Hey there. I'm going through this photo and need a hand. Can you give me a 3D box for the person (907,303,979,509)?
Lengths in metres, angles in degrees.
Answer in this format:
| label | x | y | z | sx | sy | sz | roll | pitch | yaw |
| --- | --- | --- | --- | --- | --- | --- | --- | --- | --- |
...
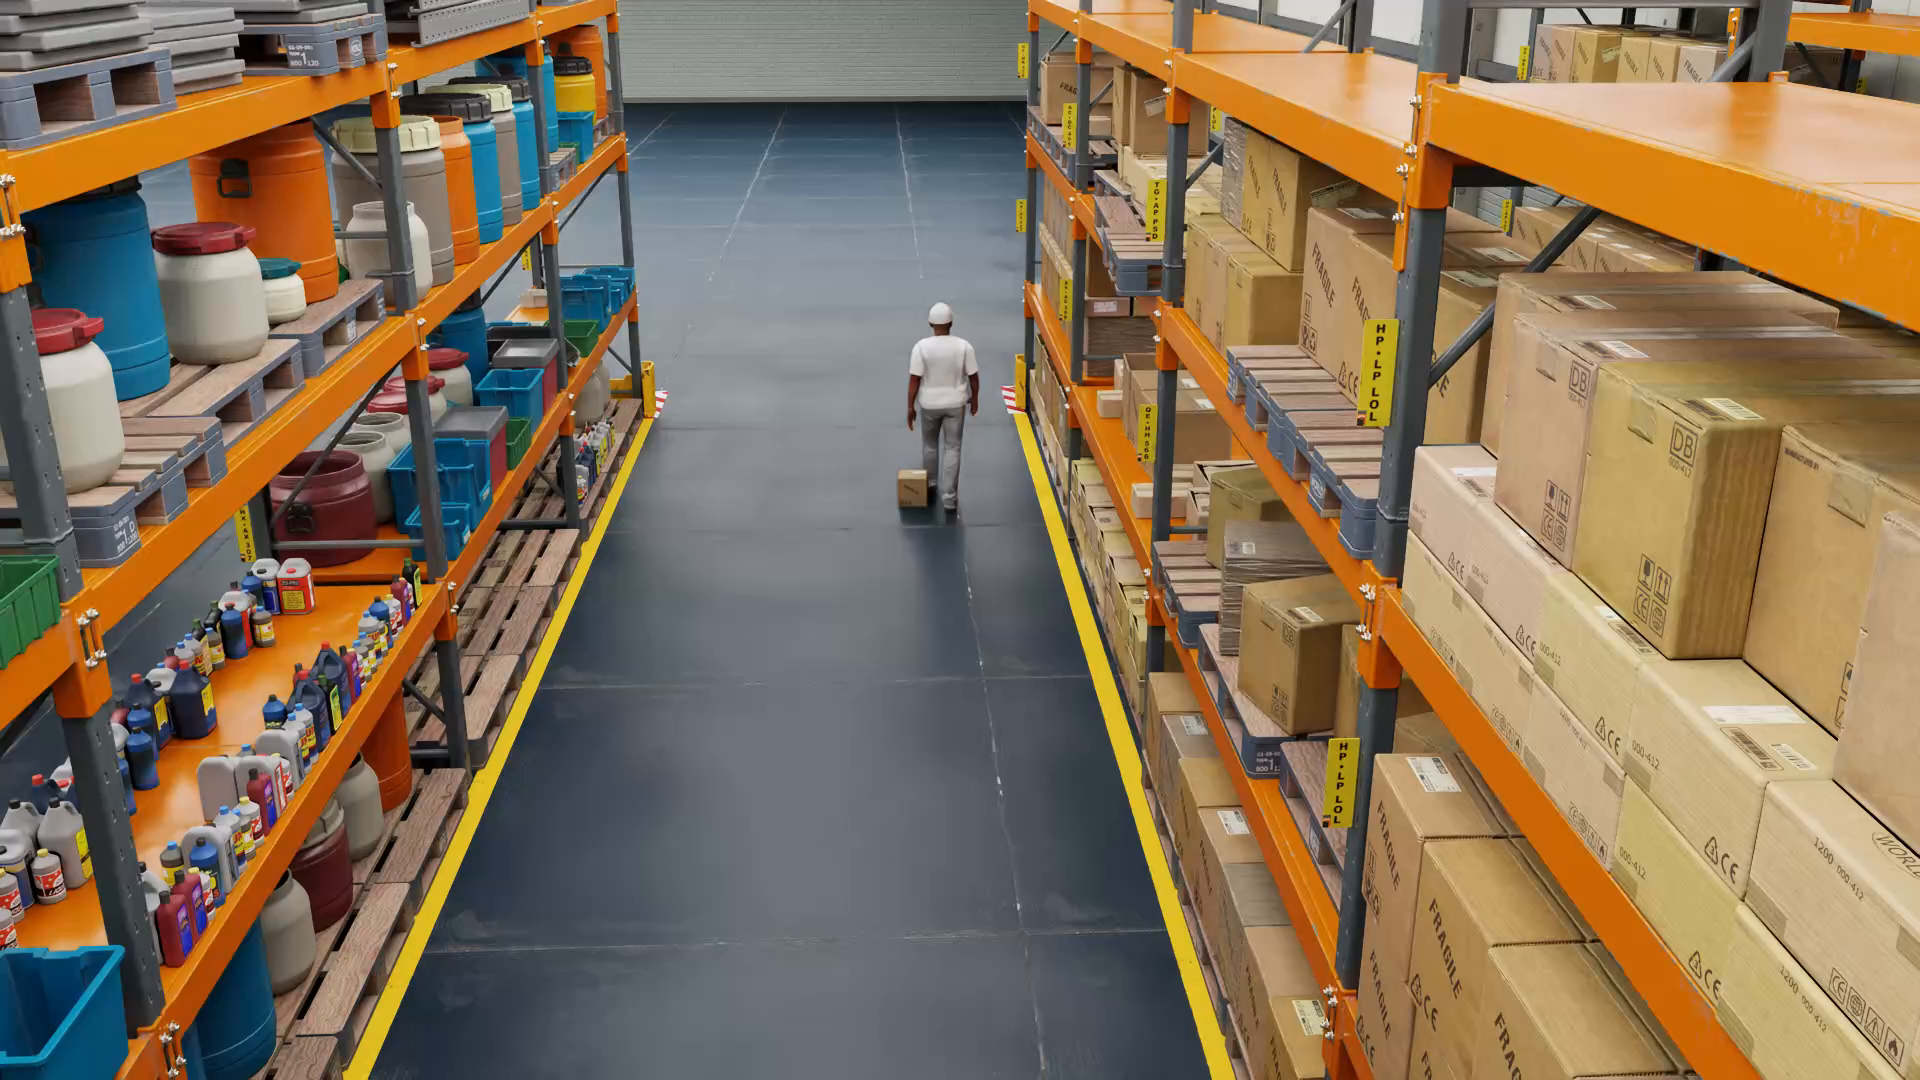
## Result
| label | x | y | z | sx | sy | sz | roll | pitch | yaw |
| --- | --- | --- | --- | --- | --- | --- | --- | --- | --- |
| person | -0.139 | -1.202 | 14.262 | 0.610 | 1.734 | 0.934 | 1 | 20 | 2 |
